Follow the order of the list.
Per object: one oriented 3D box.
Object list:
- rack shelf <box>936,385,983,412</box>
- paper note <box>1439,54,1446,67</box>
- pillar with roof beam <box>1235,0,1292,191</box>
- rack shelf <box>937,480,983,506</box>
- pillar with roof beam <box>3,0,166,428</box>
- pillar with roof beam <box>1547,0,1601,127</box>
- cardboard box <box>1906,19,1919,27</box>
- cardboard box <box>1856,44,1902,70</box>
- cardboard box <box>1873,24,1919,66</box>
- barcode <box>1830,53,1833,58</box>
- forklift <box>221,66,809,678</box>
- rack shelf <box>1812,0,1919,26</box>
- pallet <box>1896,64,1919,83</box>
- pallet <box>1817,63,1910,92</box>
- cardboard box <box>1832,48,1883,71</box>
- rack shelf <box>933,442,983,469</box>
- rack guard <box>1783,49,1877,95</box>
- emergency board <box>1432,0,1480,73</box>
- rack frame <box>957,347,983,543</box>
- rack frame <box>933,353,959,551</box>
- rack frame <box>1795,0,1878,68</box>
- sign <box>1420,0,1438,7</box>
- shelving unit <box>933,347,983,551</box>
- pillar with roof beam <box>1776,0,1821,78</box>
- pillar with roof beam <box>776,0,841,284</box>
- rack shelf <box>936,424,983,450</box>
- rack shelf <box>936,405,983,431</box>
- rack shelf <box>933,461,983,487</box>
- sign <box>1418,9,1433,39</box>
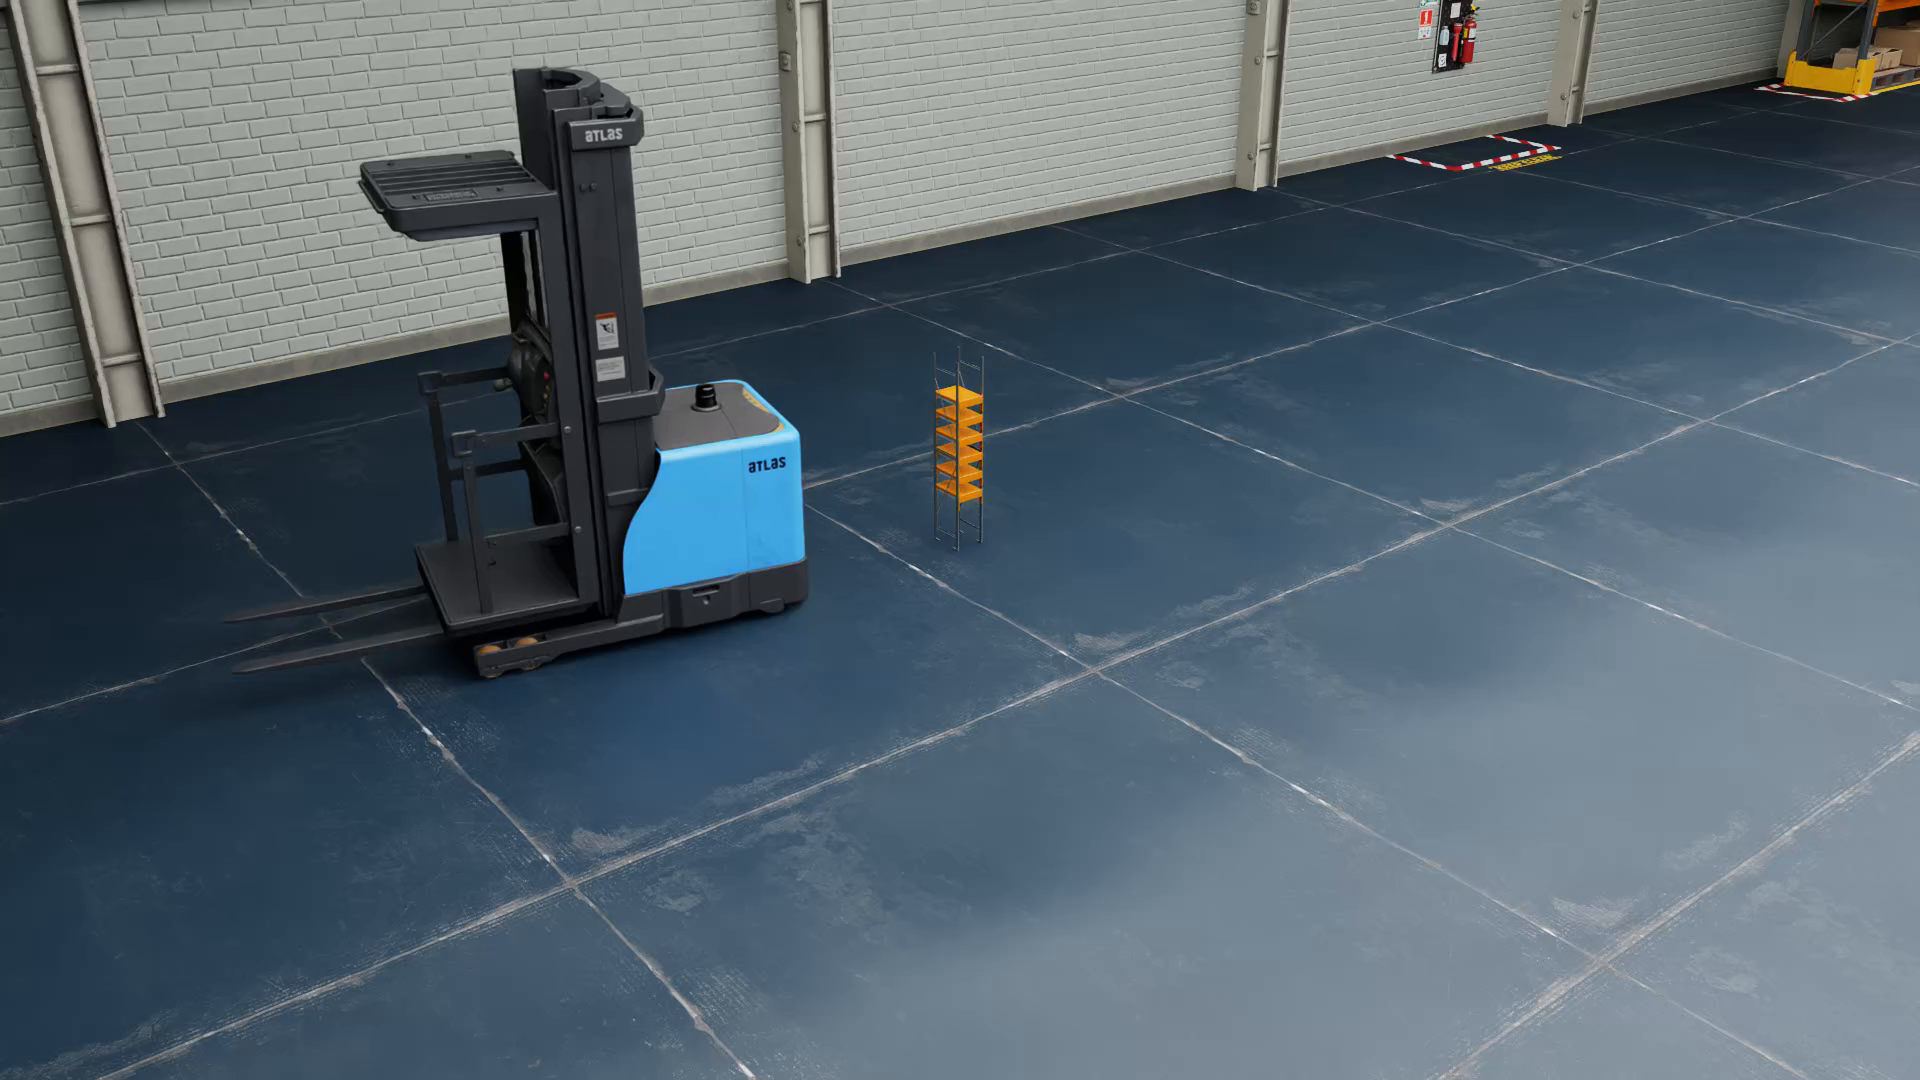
[{"bbox_3d":[-0.011,-0.827,9.856,0.180,0.103,0.258,-18,31,-34],"label":"rack shelf"},{"bbox_3d":[5.932,-5.894,20.433,0.142,0.148,0.016,-18,31,-34],"label":"paper note"},{"bbox_3d":[6.017,-6.683,13.960,0.400,9.000,9.100,-18,31,-34],"label":"pillar with roof beam"},{"bbox_3d":[-0.011,-0.282,10.109,0.180,0.103,0.258,-18,31,-34],"label":"rack shelf"},{"bbox_3d":[-3.426,-3.565,7.243,0.400,9.000,9.100,-18,31,-34],"label":"pillar with roof beam"},{"bbox_3d":[10.739,-8.241,17.318,0.400,9.000,9.100,-18,31,-34],"label":"pillar with roof beam"},{"bbox_3d":[15.142,-7.858,26.066,0.500,0.500,0.500,-21,32,-38],"label":"cardboard box"},{"bbox_3d":[13.835,-7.314,25.118,0.500,0.311,0.500,-15,29,-30],"label":"cardboard box"},{"bbox_3d":[14.443,-7.574,25.453,0.500,0.500,0.700,-21,32,-37],"label":"cardboard box"},{"bbox_3d":[13.154,-7.308,25.093,0.075,0.075,0.001,-18,31,-34],"label":"barcode"},{"bbox_3d":[-2.414,-0.863,8.628,3.031,2.935,1.130,-11,27,-23],"label":"forklift"},{"bbox_3d":[14.360,-8.230,25.274,4.000,0.370,1.077,-18,31,-34],"label":"rack shelf"},{"bbox_3d":[14.467,-7.306,25.741,1.213,0.211,1.003,-18,31,-34],"label":"pallet"},{"bbox_3d":[13.507,-6.991,25.062,1.213,0.211,1.003,-18,31,-34],"label":"pallet"},{"bbox_3d":[13.387,-7.166,24.799,0.500,0.311,0.500,-23,33,-40],"label":"cardboard box"},{"bbox_3d":[-0.011,-0.500,10.008,0.180,0.103,0.258,-18,31,-34],"label":"rack shelf"},{"bbox_3d":[12.846,-6.922,24.571,0.348,0.500,1.175,-18,31,-34],"label":"rack guard"},{"bbox_3d":[6.114,-6.317,20.298,0.643,1.169,0.194,-18,31,-34],"label":"emergency board"},{"bbox_3d":[0.061,-0.564,10.041,0.006,1.200,0.240,-18,31,-34],"label":"rack frame"},{"bbox_3d":[-0.083,-0.517,9.938,0.006,1.200,0.240,-18,31,-34],"label":"rack frame"},{"bbox_3d":[12.787,-8.036,24.003,0.127,3.000,1.000,-18,31,-34],"label":"rack frame"},{"bbox_3d":[5.624,-6.462,19.939,0.331,0.109,0.001,-18,31,-34],"label":"sign"},{"bbox_3d":[-0.011,-0.540,9.989,0.189,1.200,0.258,-18,31,-34],"label":"shelving unit"},{"bbox_3d":[15.460,-9.800,20.676,0.400,9.000,9.100,-18,31,-34],"label":"pillar with roof beam"},{"bbox_3d":[1.296,-5.124,10.601,0.400,9.000,9.100,-18,31,-34],"label":"pillar with roof beam"},{"bbox_3d":[-0.011,-0.609,9.958,0.180,0.103,0.258,-18,31,-34],"label":"rack shelf"},{"bbox_3d":[-0.011,-0.718,9.907,0.180,0.103,0.258,-18,31,-34],"label":"rack shelf"},{"bbox_3d":[-0.011,-0.391,10.059,0.180,0.103,0.258,-18,31,-34],"label":"rack shelf"},{"bbox_3d":[5.615,-6.224,20.054,0.234,0.329,0.001,-18,31,-34],"label":"sign"}]
